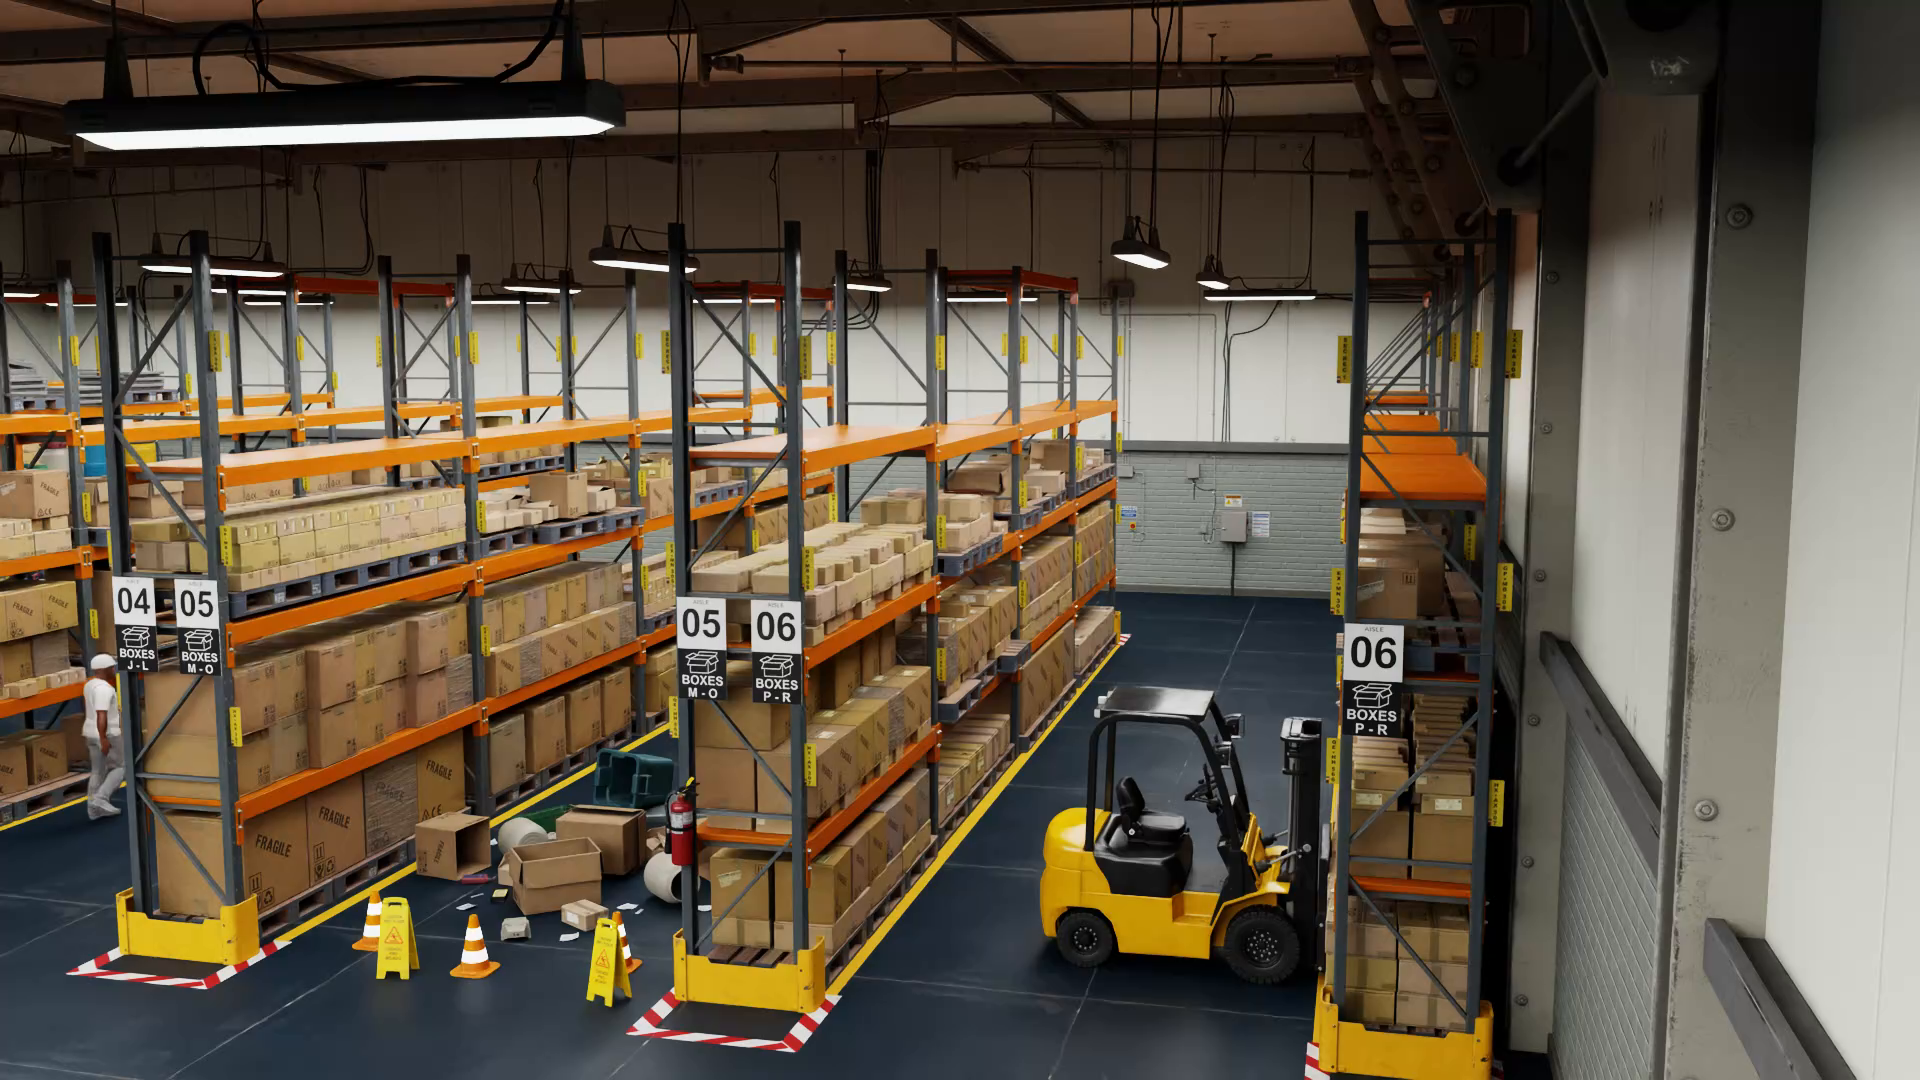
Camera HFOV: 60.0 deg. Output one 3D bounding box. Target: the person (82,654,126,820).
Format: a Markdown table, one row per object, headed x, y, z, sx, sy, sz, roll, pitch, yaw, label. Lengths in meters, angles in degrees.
| x | y | z | sx | sy | sz | roll | pitch | yaw | label |
| --- | --- | --- | --- | --- | --- | --- | --- | --- | --- |
| -9.238 | 2.109 | 17.899 | 0.593 | 1.752 | 0.485 | 4 | 8 | 31 | person |
